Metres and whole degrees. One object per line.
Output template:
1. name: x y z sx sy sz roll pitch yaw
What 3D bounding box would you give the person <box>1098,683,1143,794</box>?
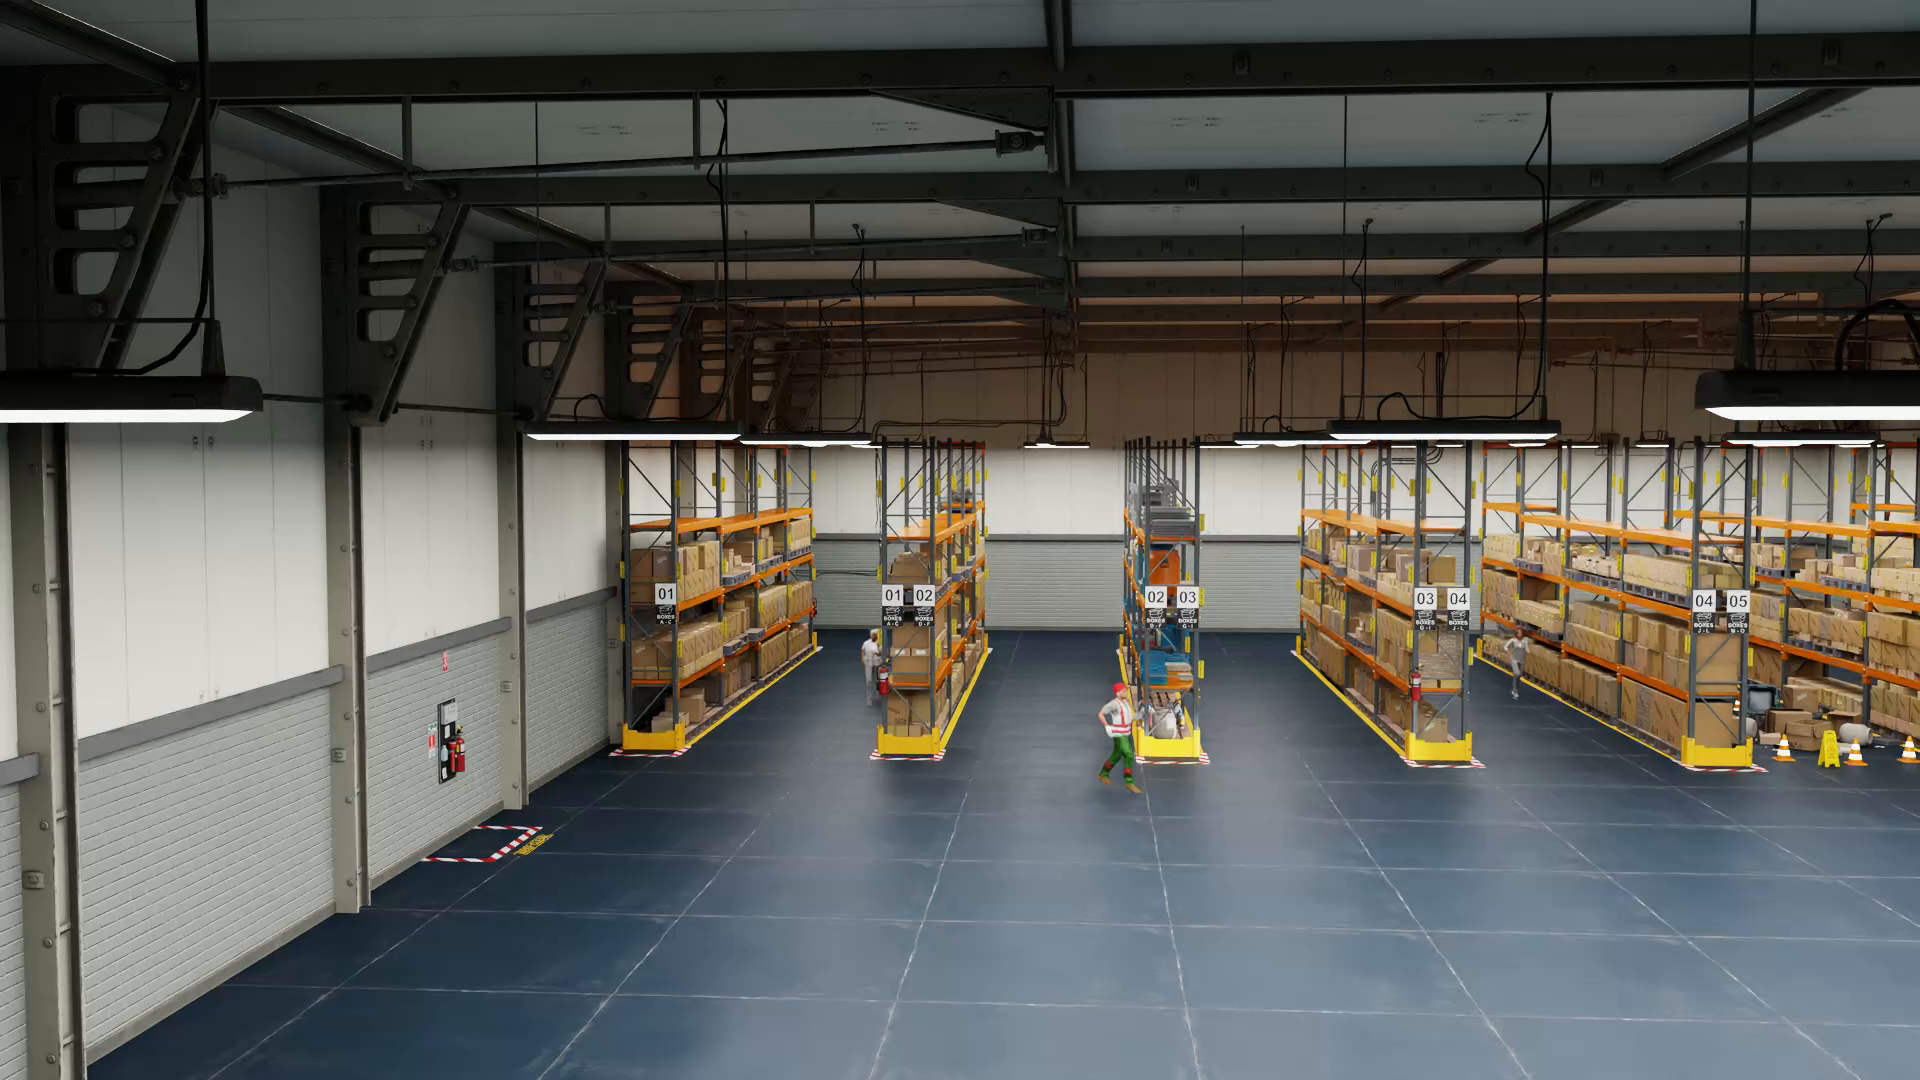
1. person: 2.689 3.313 27.968 0.859 1.833 0.651 2 3 27

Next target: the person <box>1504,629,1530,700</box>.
1. person: 12.920 2.867 38.517 0.519 1.644 0.722 0 3 -3

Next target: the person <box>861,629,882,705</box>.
1. person: -1.951 2.857 37.679 0.601 1.667 0.901 0 3 0

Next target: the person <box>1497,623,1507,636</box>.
1. person: 15.517 2.366 47.457 0.717 1.682 0.657 3 4 40
